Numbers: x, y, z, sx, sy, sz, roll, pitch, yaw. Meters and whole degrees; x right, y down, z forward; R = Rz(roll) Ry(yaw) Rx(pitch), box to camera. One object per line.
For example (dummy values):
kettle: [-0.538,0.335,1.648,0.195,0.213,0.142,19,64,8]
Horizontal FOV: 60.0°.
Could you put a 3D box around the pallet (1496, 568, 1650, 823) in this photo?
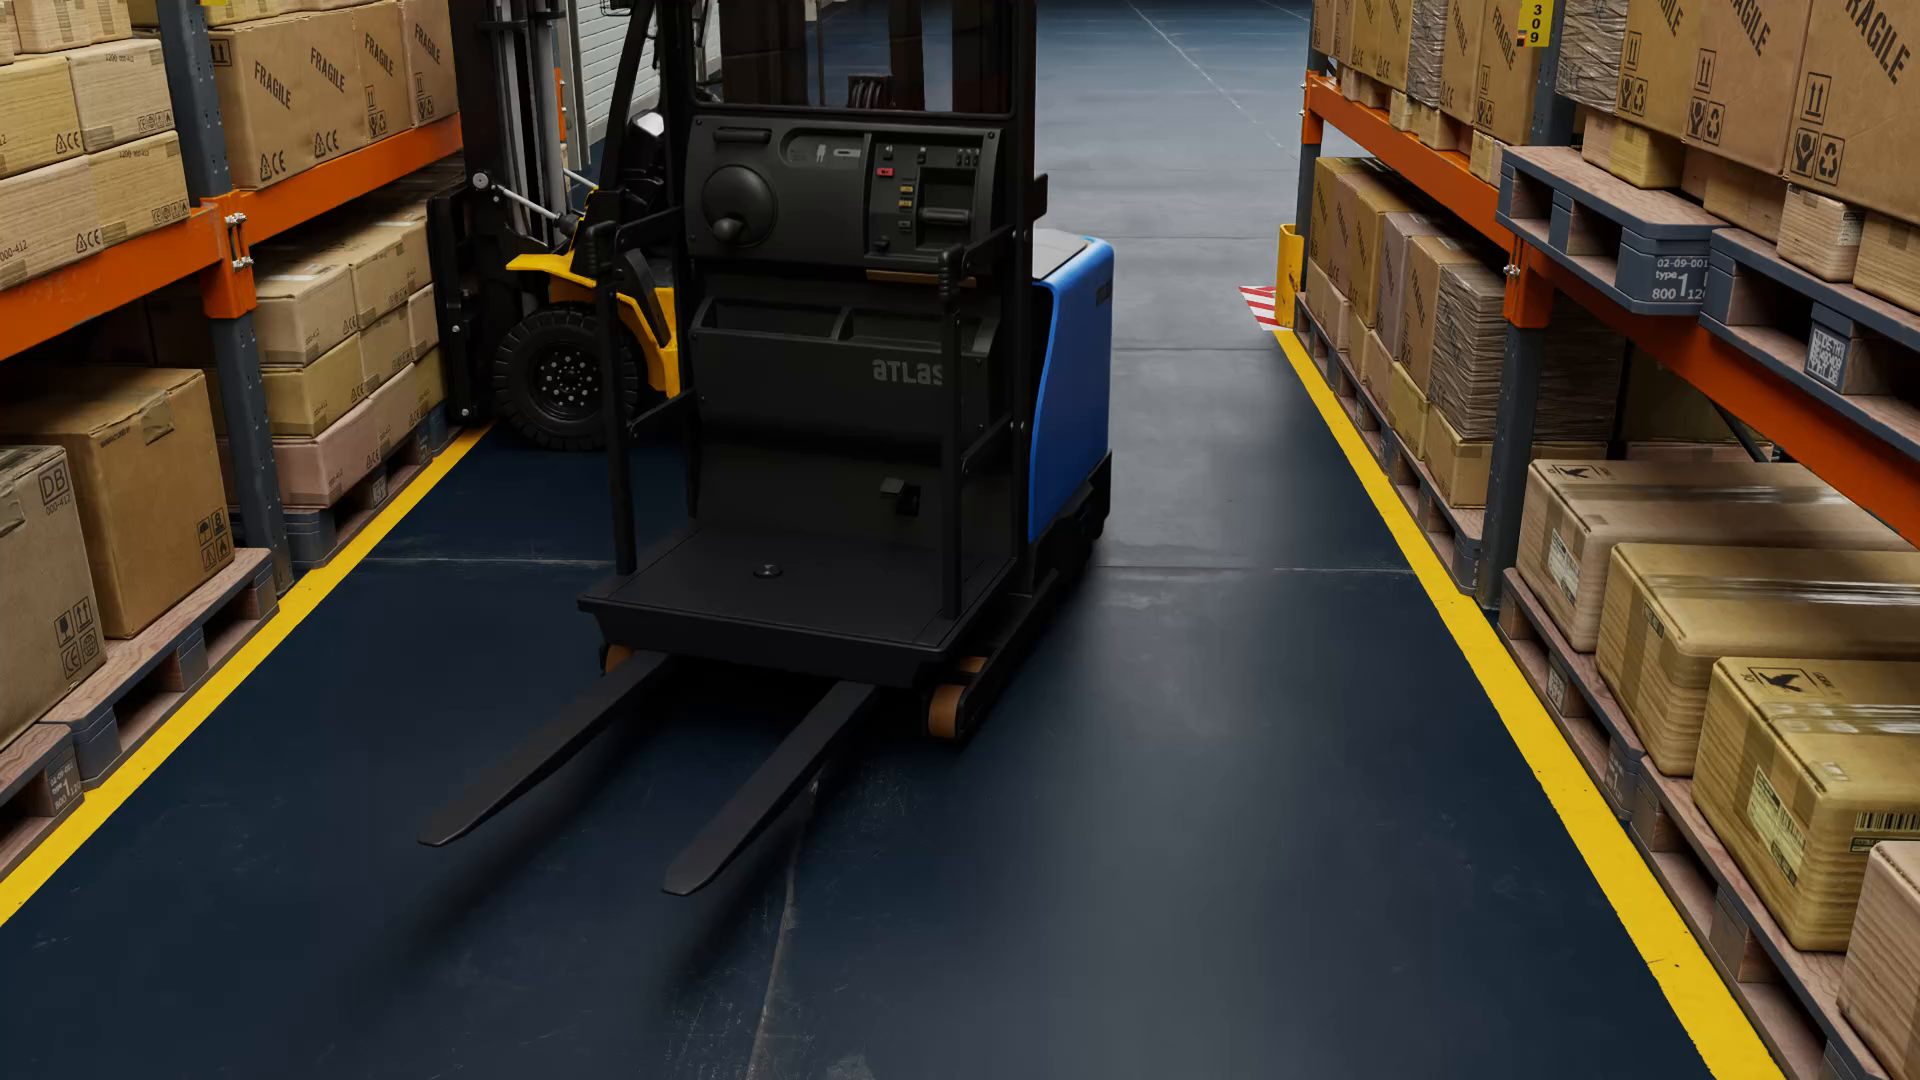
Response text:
pallet: [2.184,0.405,4.695,1.003,0.211,1.213,1,21,2]

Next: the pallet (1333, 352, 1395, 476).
pallet: [2.226,-0.562,7.187,1.003,0.211,1.213,1,21,2]

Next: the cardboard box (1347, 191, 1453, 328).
cardboard box: [1.992,-1.219,7.208,0.500,0.500,0.500,1,21,3]

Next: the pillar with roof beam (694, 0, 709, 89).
pillar with roof beam: [1.112,-9.523,18.132,9.100,9.000,0.400,1,21,2]

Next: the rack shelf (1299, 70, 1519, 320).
rack shelf: [2.267,-1.565,6.910,1.077,0.370,4.000,1,21,2]

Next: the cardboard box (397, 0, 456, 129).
cardboard box: [-2.431,-1.988,6.867,0.500,0.500,0.500,1,21,2]

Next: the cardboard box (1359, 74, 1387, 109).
cardboard box: [2.000,-2.014,7.420,0.380,0.149,0.250,1,21,3]

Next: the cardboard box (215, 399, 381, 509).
cardboard box: [-2.410,-0.315,5.916,0.500,0.250,0.500,1,21,2]

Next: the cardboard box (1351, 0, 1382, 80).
cardboard box: [2.009,-2.269,7.180,0.500,0.500,0.500,0,21,1]

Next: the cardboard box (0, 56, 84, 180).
cardboard box: [-2.523,-1.027,4.045,0.500,0.250,0.500,0,21,0]

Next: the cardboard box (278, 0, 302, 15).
cardboard box: [-2.496,-1.880,5.692,0.380,0.149,0.250,1,21,2]

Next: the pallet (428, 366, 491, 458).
pallet: [-2.655,-0.660,7.437,1.003,0.211,1.213,1,21,2]

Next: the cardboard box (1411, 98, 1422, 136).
cardboard box: [1.977,-1.639,6.454,0.380,0.149,0.250,0,21,1]

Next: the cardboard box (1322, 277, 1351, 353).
cardboard box: [2.004,-1.064,7.845,0.500,0.250,0.500,1,21,4]

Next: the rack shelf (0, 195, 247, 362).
rack shelf: [-2.816,-0.172,3.319,1.077,0.370,4.000,1,21,2]

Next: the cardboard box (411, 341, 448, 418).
cardboard box: [-2.410,-0.685,6.869,0.500,0.250,0.500,1,21,3]

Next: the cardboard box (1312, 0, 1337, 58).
cardboard box: [2.036,-2.640,8.138,0.500,0.500,0.500,0,21,1]

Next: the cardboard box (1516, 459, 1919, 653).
cardboard box: [2.193,0.042,4.826,0.950,0.372,0.625,1,21,2]

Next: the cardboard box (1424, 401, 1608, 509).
cardboard box: [1.955,-0.308,5.896,0.500,0.250,0.500,2,21,4]

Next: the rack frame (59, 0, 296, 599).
rack frame: [-2.755,-1.230,5.053,1.000,3.000,0.127,1,21,2]

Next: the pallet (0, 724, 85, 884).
pallet: [-2.773,0.779,3.730,1.003,0.211,1.213,1,21,2]

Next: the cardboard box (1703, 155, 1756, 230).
cardboard box: [1.875,-0.773,3.642,0.380,0.149,0.250,1,21,2]

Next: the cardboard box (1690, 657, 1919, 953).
cardboard box: [2.155,0.553,3.508,0.950,0.372,0.625,1,21,3]

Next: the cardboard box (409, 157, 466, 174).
cardboard box: [-2.346,-1.702,8.107,0.500,0.250,0.500,1,21,3]

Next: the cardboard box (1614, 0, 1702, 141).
cardboard box: [1.891,-1.211,3.872,0.500,0.500,0.500,1,21,2]

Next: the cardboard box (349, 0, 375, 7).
cardboard box: [-2.405,-2.063,6.164,0.380,0.149,0.250,0,21,1]

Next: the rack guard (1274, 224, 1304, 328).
rack guard: [2.326,-1.430,9.024,1.175,0.500,0.348,1,21,2]

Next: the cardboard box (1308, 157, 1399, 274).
cardboard box: [2.027,-1.590,8.163,0.500,0.500,0.500,0,21,0]

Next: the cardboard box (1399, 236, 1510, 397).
cardboard box: [1.970,-0.841,6.234,0.500,0.500,0.500,1,21,3]

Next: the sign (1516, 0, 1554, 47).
sign: [1.664,-1.584,4.767,0.100,0.325,0.005,1,21,2]

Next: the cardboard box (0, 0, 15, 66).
cardboard box: [-2.469,-1.175,3.877,0.380,0.149,0.250,0,21,0]

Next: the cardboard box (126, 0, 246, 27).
cardboard box: [-2.483,-1.692,5.207,0.380,0.149,0.250,0,21,1]

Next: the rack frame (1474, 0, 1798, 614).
rack frame: [2.206,-1.177,4.916,1.000,3.000,0.127,1,21,2]

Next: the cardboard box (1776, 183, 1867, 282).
cardboard box: [1.806,-0.588,3.165,0.380,0.149,0.250,1,21,4]

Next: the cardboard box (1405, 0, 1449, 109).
cardboard box: [1.991,-1.900,6.228,0.500,0.500,0.500,1,21,3]

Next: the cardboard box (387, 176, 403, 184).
cardboard box: [-2.875,-1.523,7.647,0.500,0.250,0.500,0,21,1]

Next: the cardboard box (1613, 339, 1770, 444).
cardboard box: [2.494,-0.651,5.744,0.500,0.500,0.500,2,21,4]

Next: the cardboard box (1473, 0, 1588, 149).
cardboard box: [1.971,-1.526,5.265,0.500,0.500,0.500,0,21,0]

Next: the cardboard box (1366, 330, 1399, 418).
cardboard box: [1.982,-0.684,6.866,0.500,0.250,0.500,1,21,2]

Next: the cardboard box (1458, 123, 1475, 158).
cardboard box: [2.019,-1.453,5.974,0.380,0.149,0.250,0,21,1]

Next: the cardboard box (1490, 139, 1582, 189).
cardboard box: [1.911,-1.179,5.269,0.380,0.149,0.250,0,21,1]

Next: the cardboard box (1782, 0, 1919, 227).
cardboard box: [1.857,-0.846,2.933,0.500,0.500,0.500,0,21,-1]

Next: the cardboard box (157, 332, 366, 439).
cardboard box: [-2.432,-0.549,5.826,0.500,0.250,0.500,1,21,1]

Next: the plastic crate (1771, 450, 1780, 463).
plastic crate: [3.074,-0.375,6.884,0.402,0.080,0.583,-7,22,-17]

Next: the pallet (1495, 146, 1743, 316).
pallet: [2.038,-0.813,4.242,1.003,0.211,1.213,1,21,2]

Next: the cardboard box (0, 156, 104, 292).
cardboard box: [-2.519,-0.793,4.134,0.500,0.250,0.500,1,21,1]

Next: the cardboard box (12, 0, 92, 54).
cardboard box: [-2.534,-1.360,4.352,0.380,0.149,0.250,0,21,1]

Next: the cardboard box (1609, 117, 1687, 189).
cardboard box: [1.857,-0.969,4.147,0.380,0.149,0.250,1,21,3]

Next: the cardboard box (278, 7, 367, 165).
cardboard box: [-2.482,-1.623,5.927,0.500,0.500,0.500,1,21,3]

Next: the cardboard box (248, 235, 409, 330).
cardboard box: [-2.401,-0.967,6.212,0.500,0.250,0.500,1,21,2]

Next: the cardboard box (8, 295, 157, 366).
cardboard box: [-2.934,-0.790,5.758,0.500,0.250,0.500,1,21,3]

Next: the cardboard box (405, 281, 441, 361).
cardboard box: [-2.392,-0.912,6.763,0.500,0.250,0.500,0,21,1]

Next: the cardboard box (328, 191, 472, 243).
cardboard box: [-2.374,-1.336,7.165,0.500,0.250,0.500,0,21,1]

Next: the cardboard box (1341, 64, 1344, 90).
cardboard box: [2.028,-2.199,7.897,0.380,0.149,0.250,0,21,0]

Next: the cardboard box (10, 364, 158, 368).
cardboard box: [-2.945,-0.556,5.843,0.500,0.250,0.500,0,21,0]

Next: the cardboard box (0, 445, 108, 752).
cardboard box: [-2.791,0.150,4.197,0.875,0.625,0.625,0,21,1]

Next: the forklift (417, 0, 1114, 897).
forklift: [-0.406,-0.971,4.478,1.130,2.935,3.031,7,22,17]
